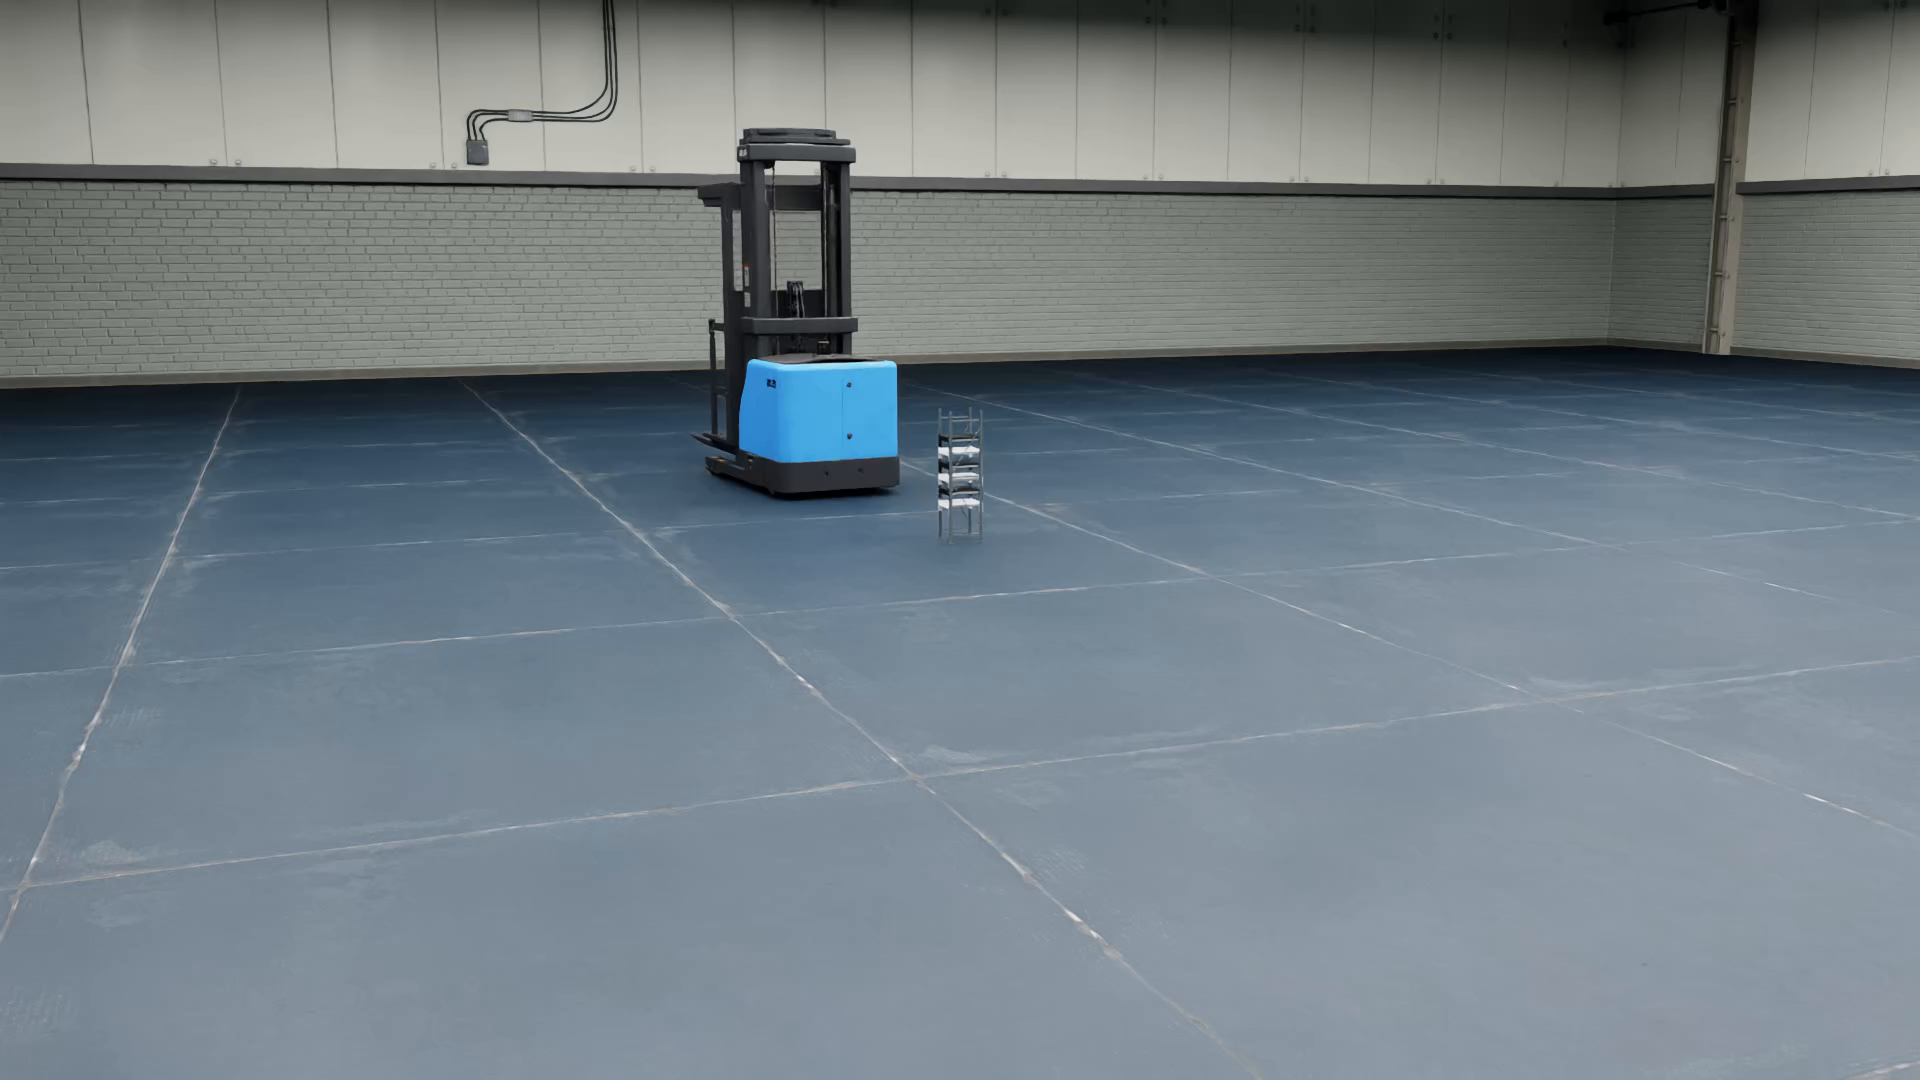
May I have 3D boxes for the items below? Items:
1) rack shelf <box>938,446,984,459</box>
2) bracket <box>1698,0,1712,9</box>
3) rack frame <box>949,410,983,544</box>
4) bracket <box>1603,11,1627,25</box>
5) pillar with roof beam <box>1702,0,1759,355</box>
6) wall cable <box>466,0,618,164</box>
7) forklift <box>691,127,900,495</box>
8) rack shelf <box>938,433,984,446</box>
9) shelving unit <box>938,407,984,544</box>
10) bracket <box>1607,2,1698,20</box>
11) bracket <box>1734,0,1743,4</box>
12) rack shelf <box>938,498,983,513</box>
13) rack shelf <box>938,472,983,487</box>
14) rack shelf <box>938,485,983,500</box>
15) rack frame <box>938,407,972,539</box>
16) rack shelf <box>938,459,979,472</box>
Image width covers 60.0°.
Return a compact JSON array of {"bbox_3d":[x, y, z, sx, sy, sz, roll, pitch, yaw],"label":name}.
[{"bbox_3d":[0.003,-0.586,11.308,0.258,0.077,0.200,-4,11,-21],"label":"rack shelf"},{"bbox_3d":[13.506,-9.687,29.907,0.235,0.232,0.430,-4,11,-21],"label":"bracket"},{"bbox_3d":[0.040,-0.425,11.241,0.240,0.900,0.006,-4,11,-21],"label":"rack frame"},{"bbox_3d":[12.647,-10.074,32.082,0.235,0.232,0.430,-4,11,-21],"label":"bracket"},{"bbox_3d":[9.975,-7.597,28.432,9.100,9.000,0.548,-4,11,-21],"label":"pillar with roof beam"},{"bbox_3d":[-6.353,-8.710,24.979,2.305,6.003,0.169,-4,11,-21],"label":"wall cable"},{"bbox_3d":[-1.589,-2.015,14.377,1.130,2.935,3.031,-5,11,-26],"label":"forklift"},{"bbox_3d":[0.003,-0.675,11.292,0.258,0.077,0.200,-4,11,-21],"label":"rack shelf"},{"bbox_3d":[0.003,-0.442,11.334,0.258,0.900,0.210,-4,11,-21],"label":"shelving unit"},{"bbox_3d":[12.861,-9.978,31.540,0.076,0.066,3.189,-4,11,-21],"label":"bracket"},{"bbox_3d":[13.807,-9.552,29.145,0.235,0.232,0.430,-4,11,-21],"label":"bracket"},{"bbox_3d":[0.003,-0.232,11.371,0.258,0.077,0.200,-4,11,-21],"label":"rack shelf"},{"bbox_3d":[0.003,-0.409,11.340,0.258,0.077,0.200,-4,11,-21],"label":"rack shelf"},{"bbox_3d":[0.003,-0.320,11.355,0.258,0.077,0.200,-4,11,-21],"label":"rack shelf"},{"bbox_3d":[-0.034,-0.458,11.427,0.240,0.900,0.006,-4,11,-21],"label":"rack frame"},{"bbox_3d":[0.003,-0.498,11.324,0.258,0.077,0.200,-4,11,-21],"label":"rack shelf"}]
